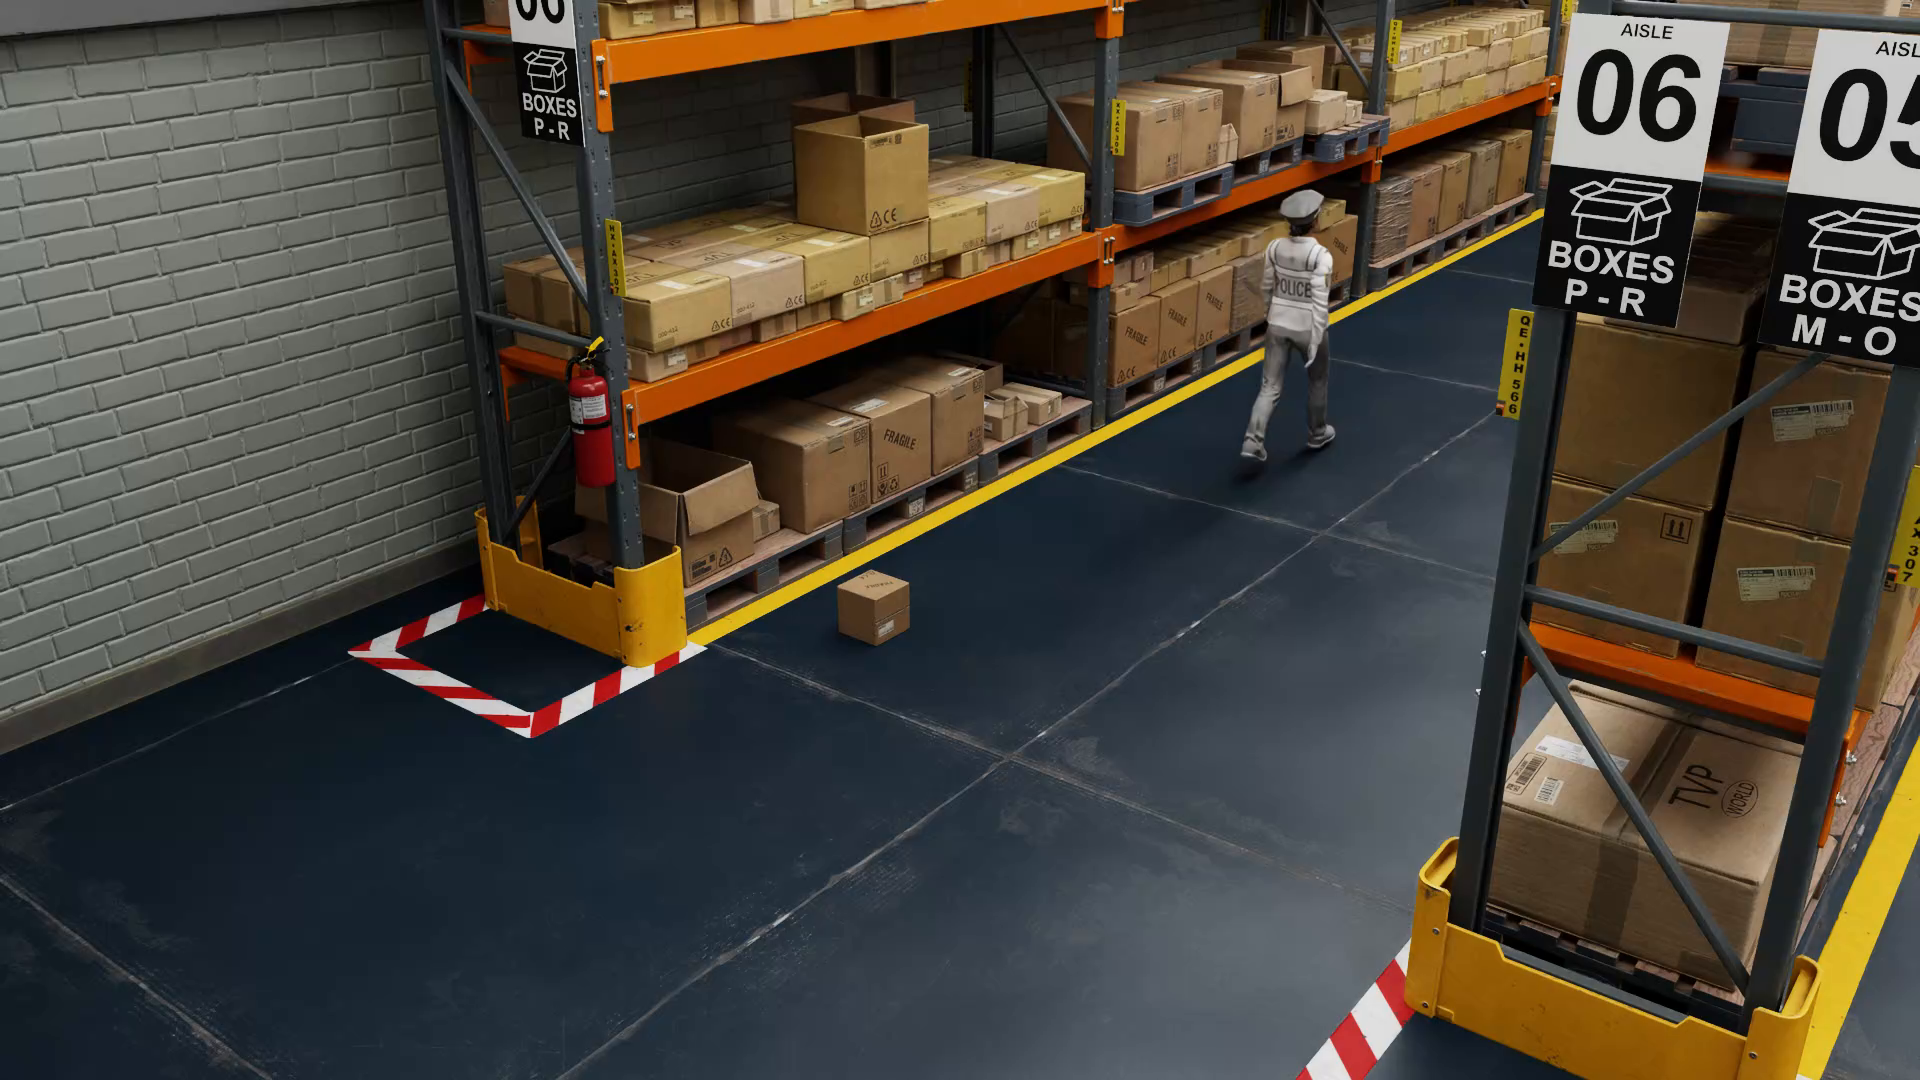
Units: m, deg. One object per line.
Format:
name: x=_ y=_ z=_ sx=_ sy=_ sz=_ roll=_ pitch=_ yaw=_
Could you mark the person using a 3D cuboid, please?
person: x=2.001 y=-1.281 z=9.969 sx=0.481 sy=1.643 sz=0.972 roll=15 pitch=28 yaw=31
